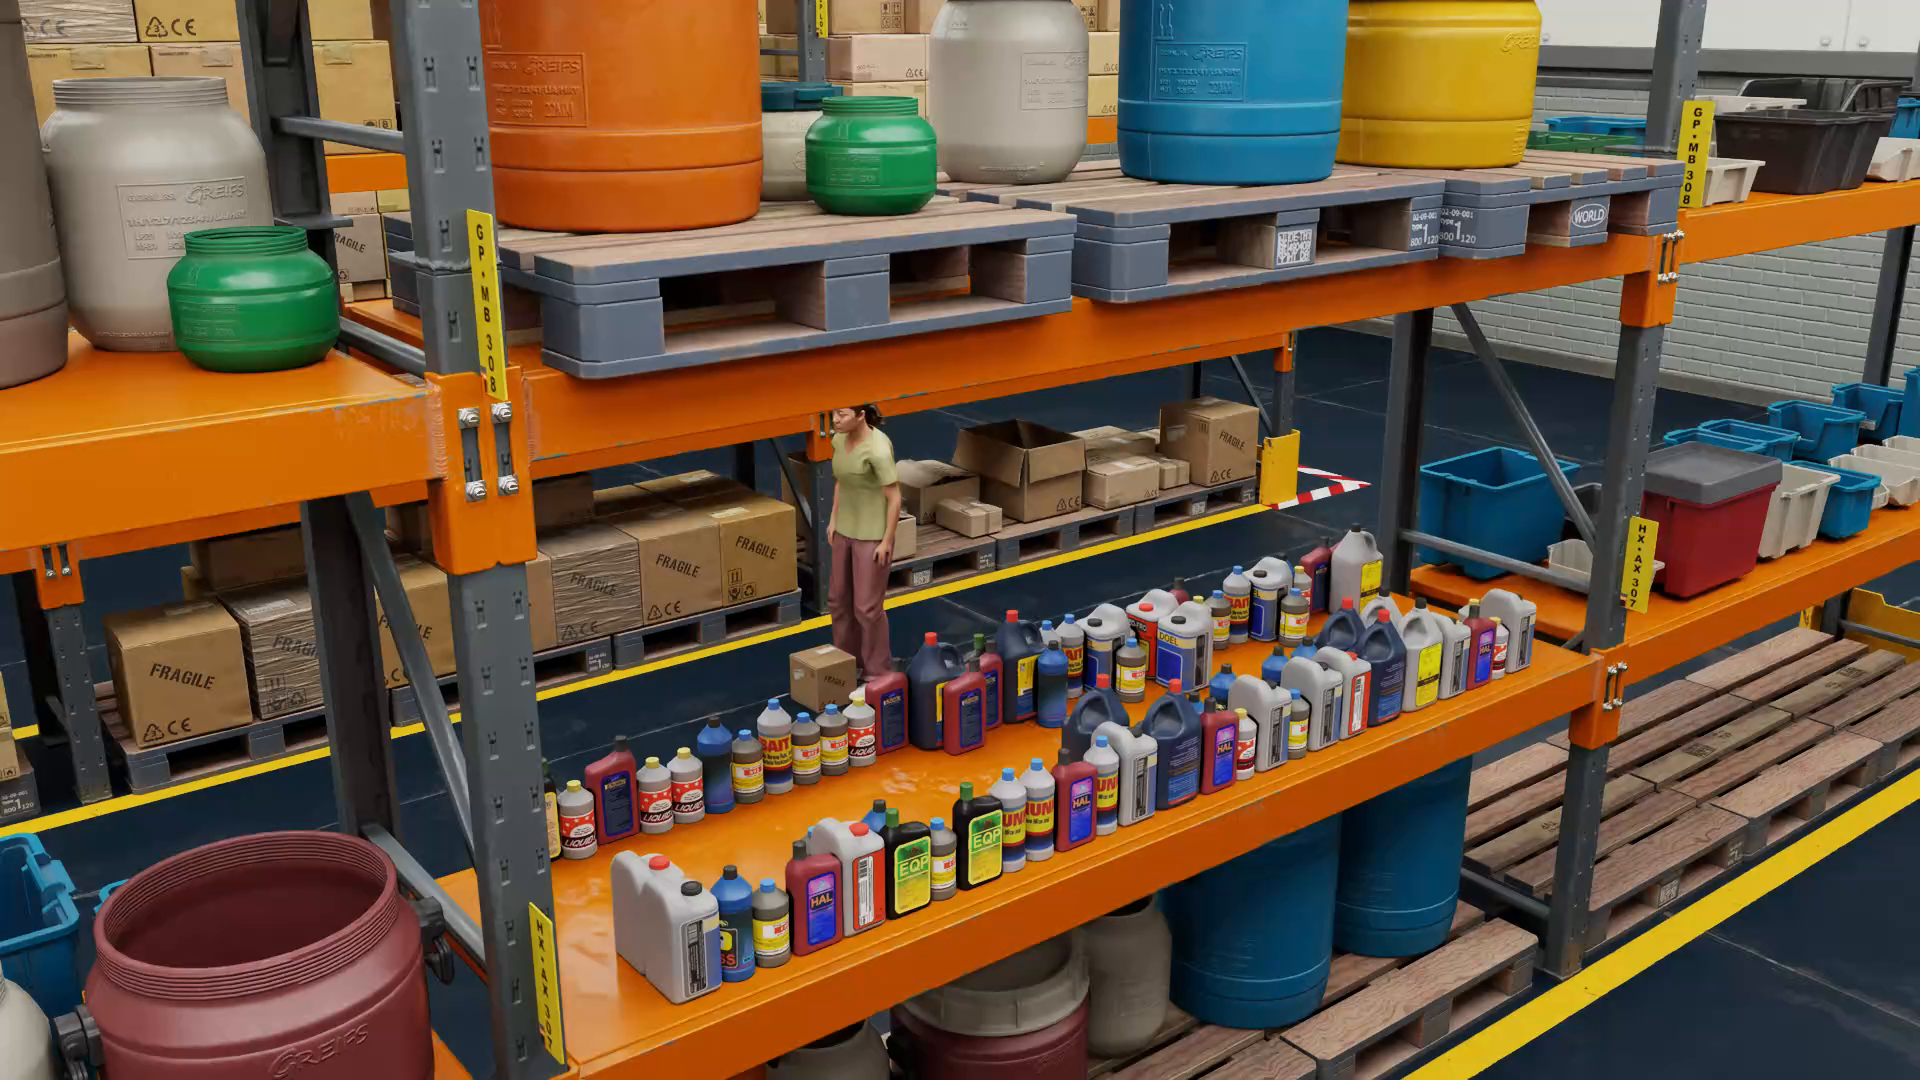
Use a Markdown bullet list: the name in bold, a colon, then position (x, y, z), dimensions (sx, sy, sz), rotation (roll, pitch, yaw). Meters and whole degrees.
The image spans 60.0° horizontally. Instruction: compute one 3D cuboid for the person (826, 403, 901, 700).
- **person**: position (-0.520, -0.008, 8.581), dimensions (0.362, 1.672, 0.500), rotation (-14, 23, -38)
